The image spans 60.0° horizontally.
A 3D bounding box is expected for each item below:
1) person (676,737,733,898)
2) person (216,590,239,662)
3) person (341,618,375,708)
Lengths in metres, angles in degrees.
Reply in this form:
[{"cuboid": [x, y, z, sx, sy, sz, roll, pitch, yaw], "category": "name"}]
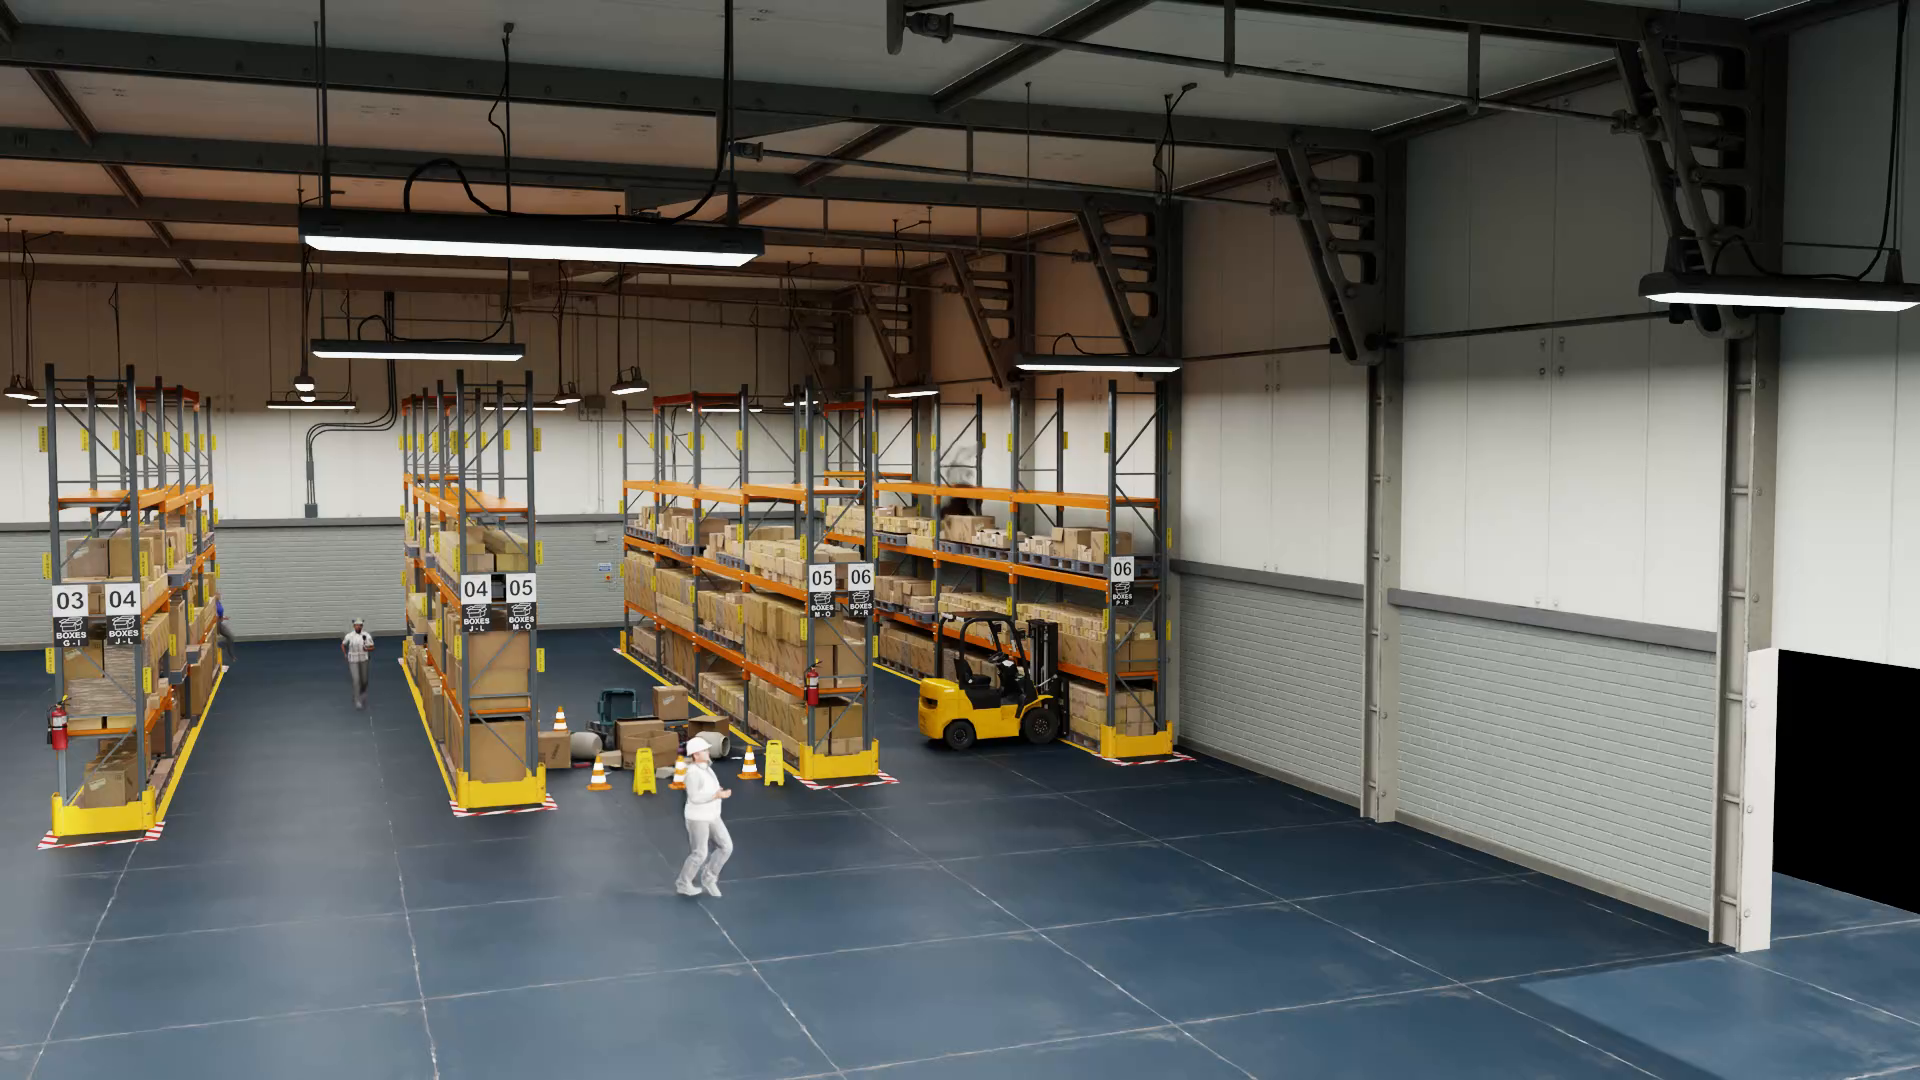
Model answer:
[{"cuboid": [-2.783, 3.061, 18.219, 0.687, 1.806, 0.638, 1, 3, 16], "category": "person"}, {"cuboid": [-16.875, 1.981, 37.753, 0.819, 1.691, 0.579, 0, 3, -6], "category": "person"}, {"cuboid": [-11.396, 2.300, 31.516, 0.581, 1.676, 0.911, -2, 4, -26], "category": "person"}]
